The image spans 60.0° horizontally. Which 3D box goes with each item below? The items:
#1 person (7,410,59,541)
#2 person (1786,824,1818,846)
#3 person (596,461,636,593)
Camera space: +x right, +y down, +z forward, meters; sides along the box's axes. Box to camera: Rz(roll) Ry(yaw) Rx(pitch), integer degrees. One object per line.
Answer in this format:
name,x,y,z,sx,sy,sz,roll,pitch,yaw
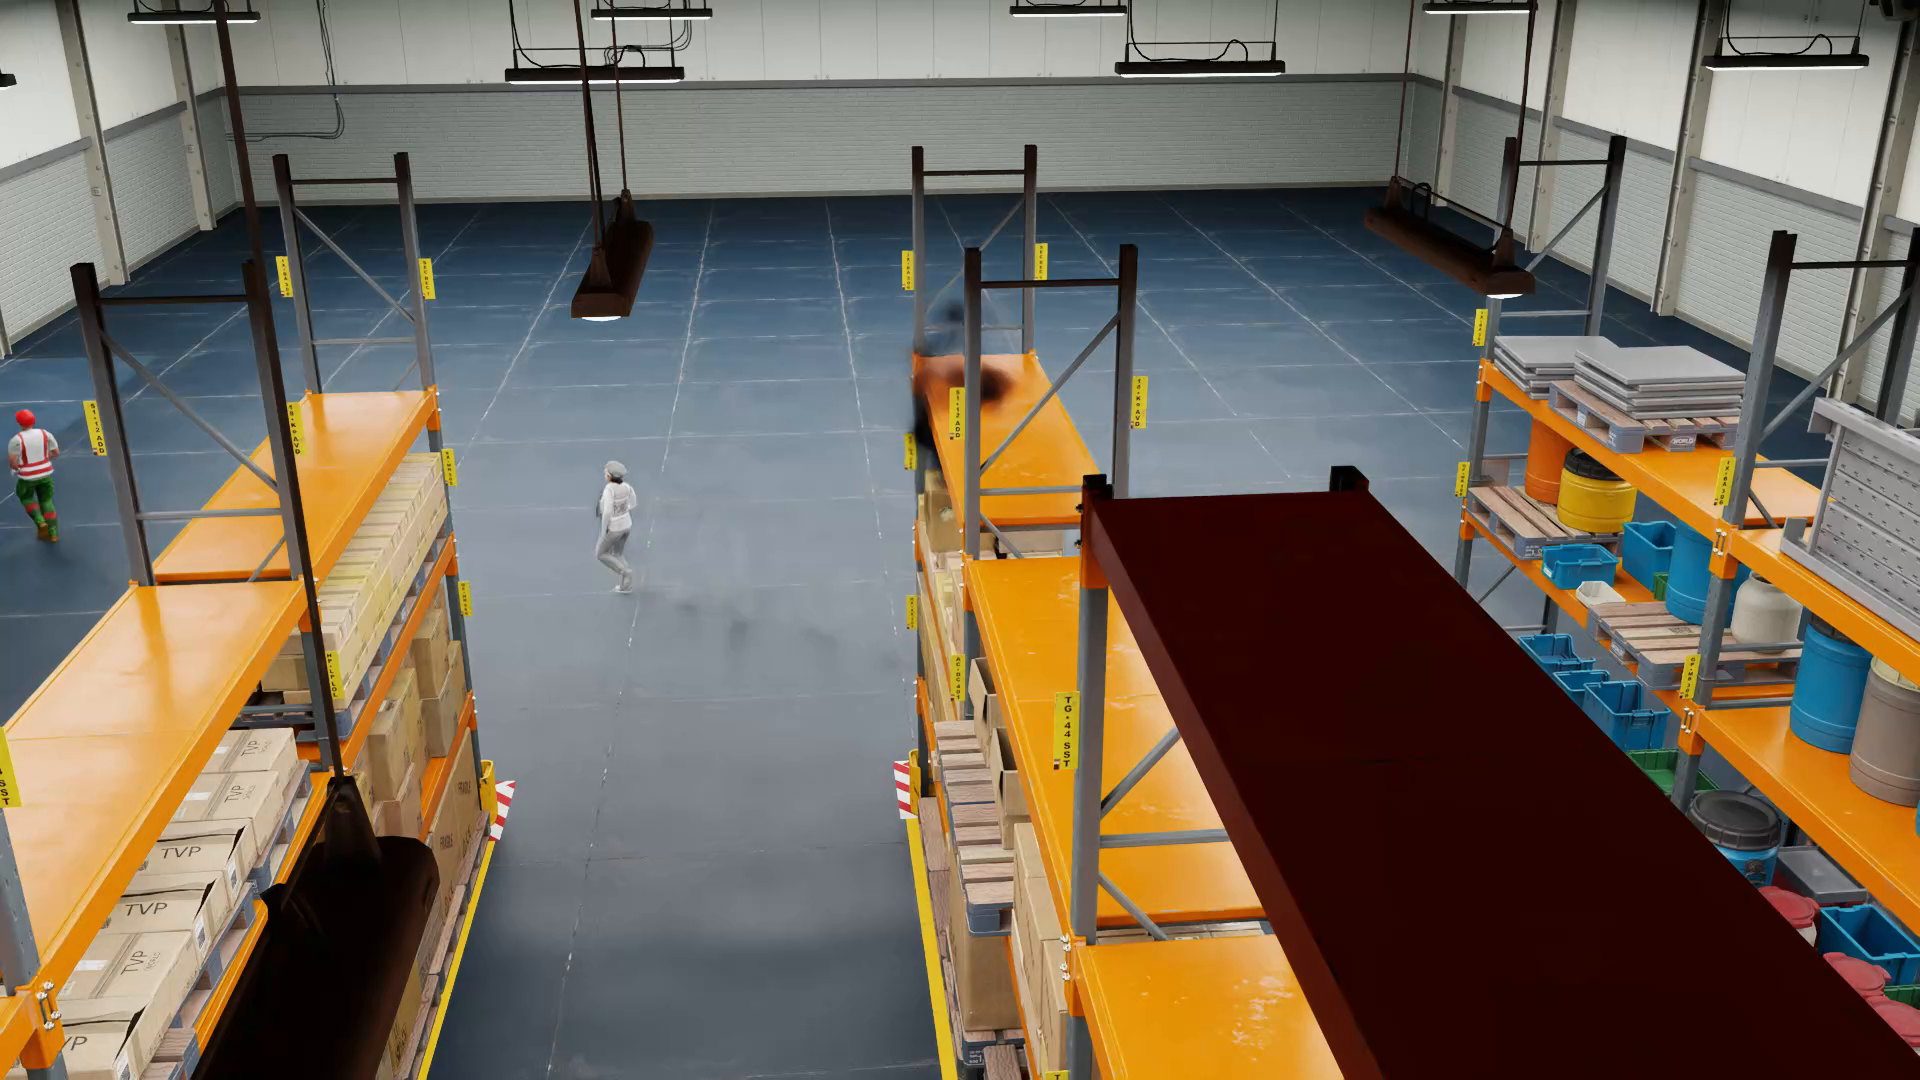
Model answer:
person,-11.931,-0.855,21.398,0.581,1.741,0.643,19,28,39
person,7.183,2.231,13.774,0.556,1.626,0.520,-3,22,-8
person,-4.097,-0.142,19.762,0.562,1.666,0.658,13,25,30
